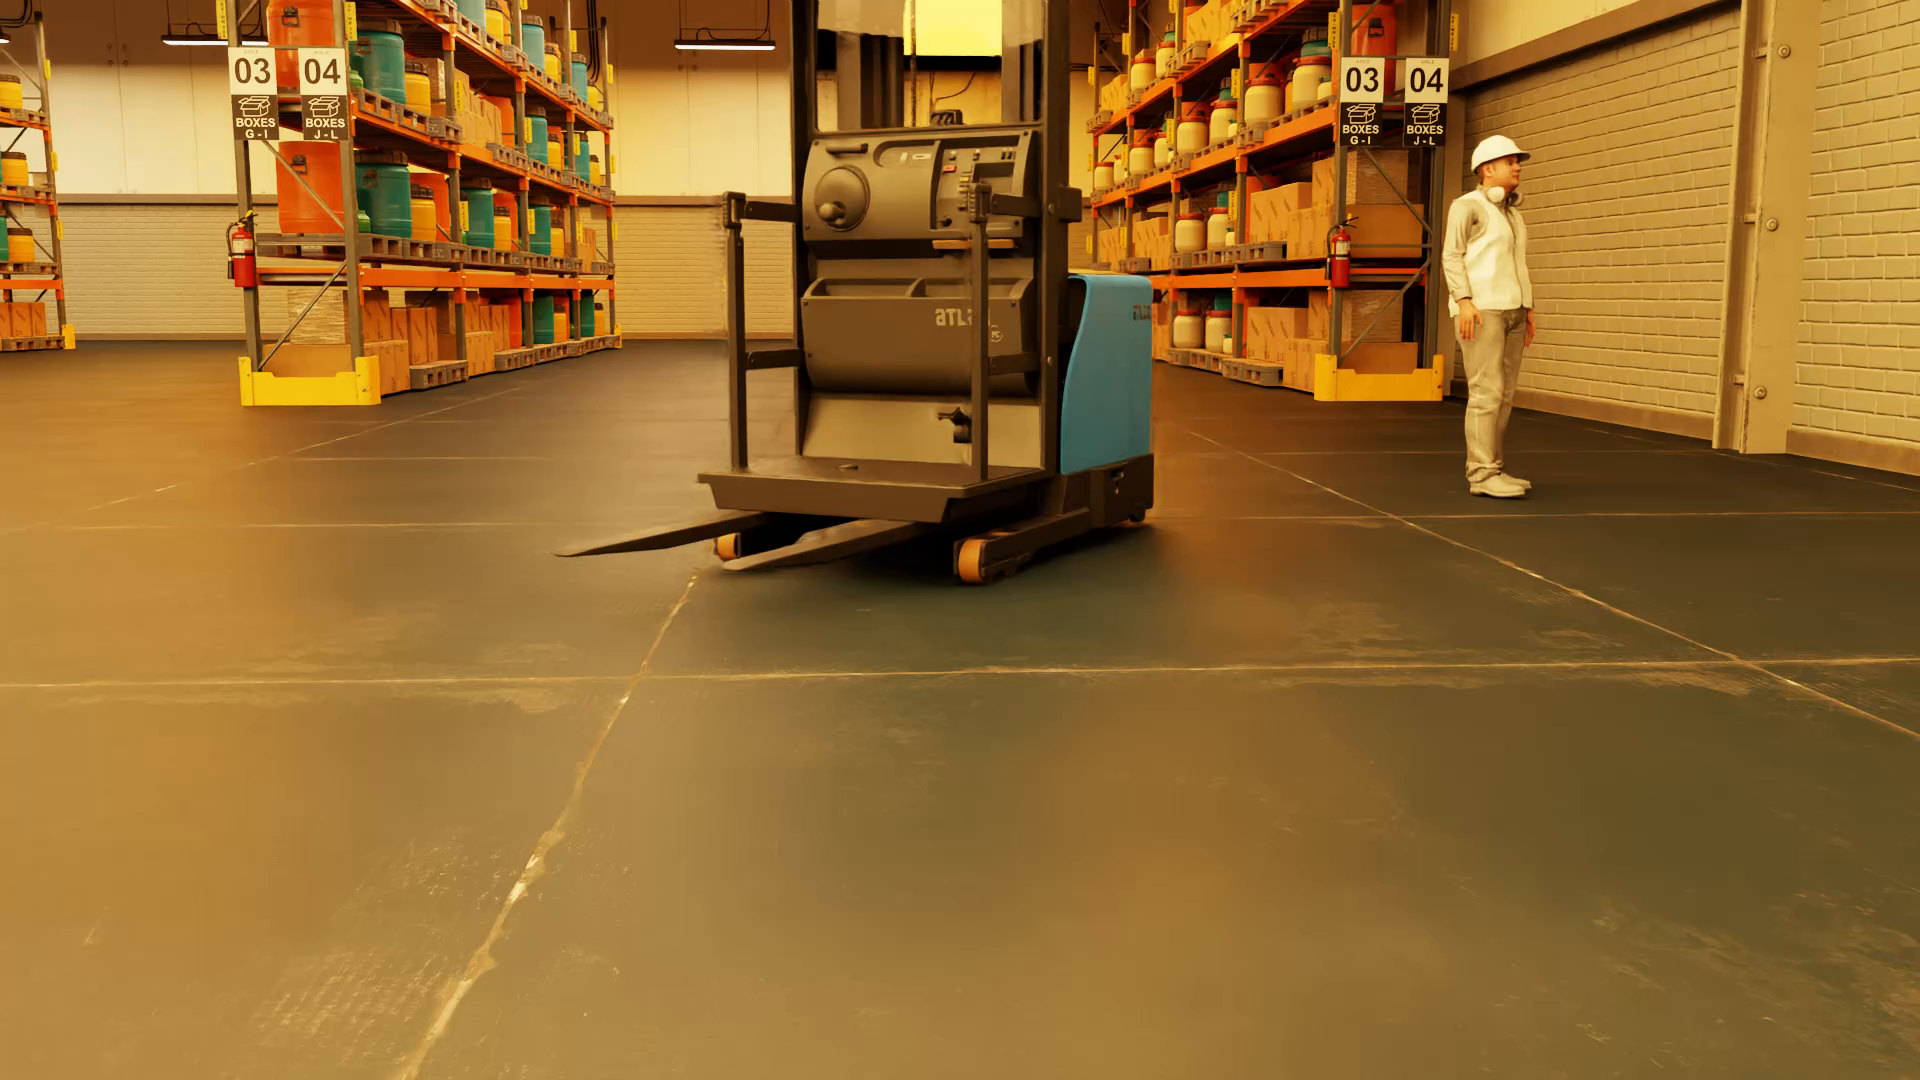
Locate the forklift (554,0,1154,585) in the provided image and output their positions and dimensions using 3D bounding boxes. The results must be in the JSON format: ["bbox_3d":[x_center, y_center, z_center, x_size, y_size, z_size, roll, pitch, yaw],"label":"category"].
[{"bbox_3d":[-0.260,-1.366,6.029,1.130,2.935,3.031,4,9,26],"label":"forklift"}]

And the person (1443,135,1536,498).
[{"bbox_3d":[2.735,-1.128,8.339,0.642,1.778,0.565,-8,11,-42],"label":"person"}]
